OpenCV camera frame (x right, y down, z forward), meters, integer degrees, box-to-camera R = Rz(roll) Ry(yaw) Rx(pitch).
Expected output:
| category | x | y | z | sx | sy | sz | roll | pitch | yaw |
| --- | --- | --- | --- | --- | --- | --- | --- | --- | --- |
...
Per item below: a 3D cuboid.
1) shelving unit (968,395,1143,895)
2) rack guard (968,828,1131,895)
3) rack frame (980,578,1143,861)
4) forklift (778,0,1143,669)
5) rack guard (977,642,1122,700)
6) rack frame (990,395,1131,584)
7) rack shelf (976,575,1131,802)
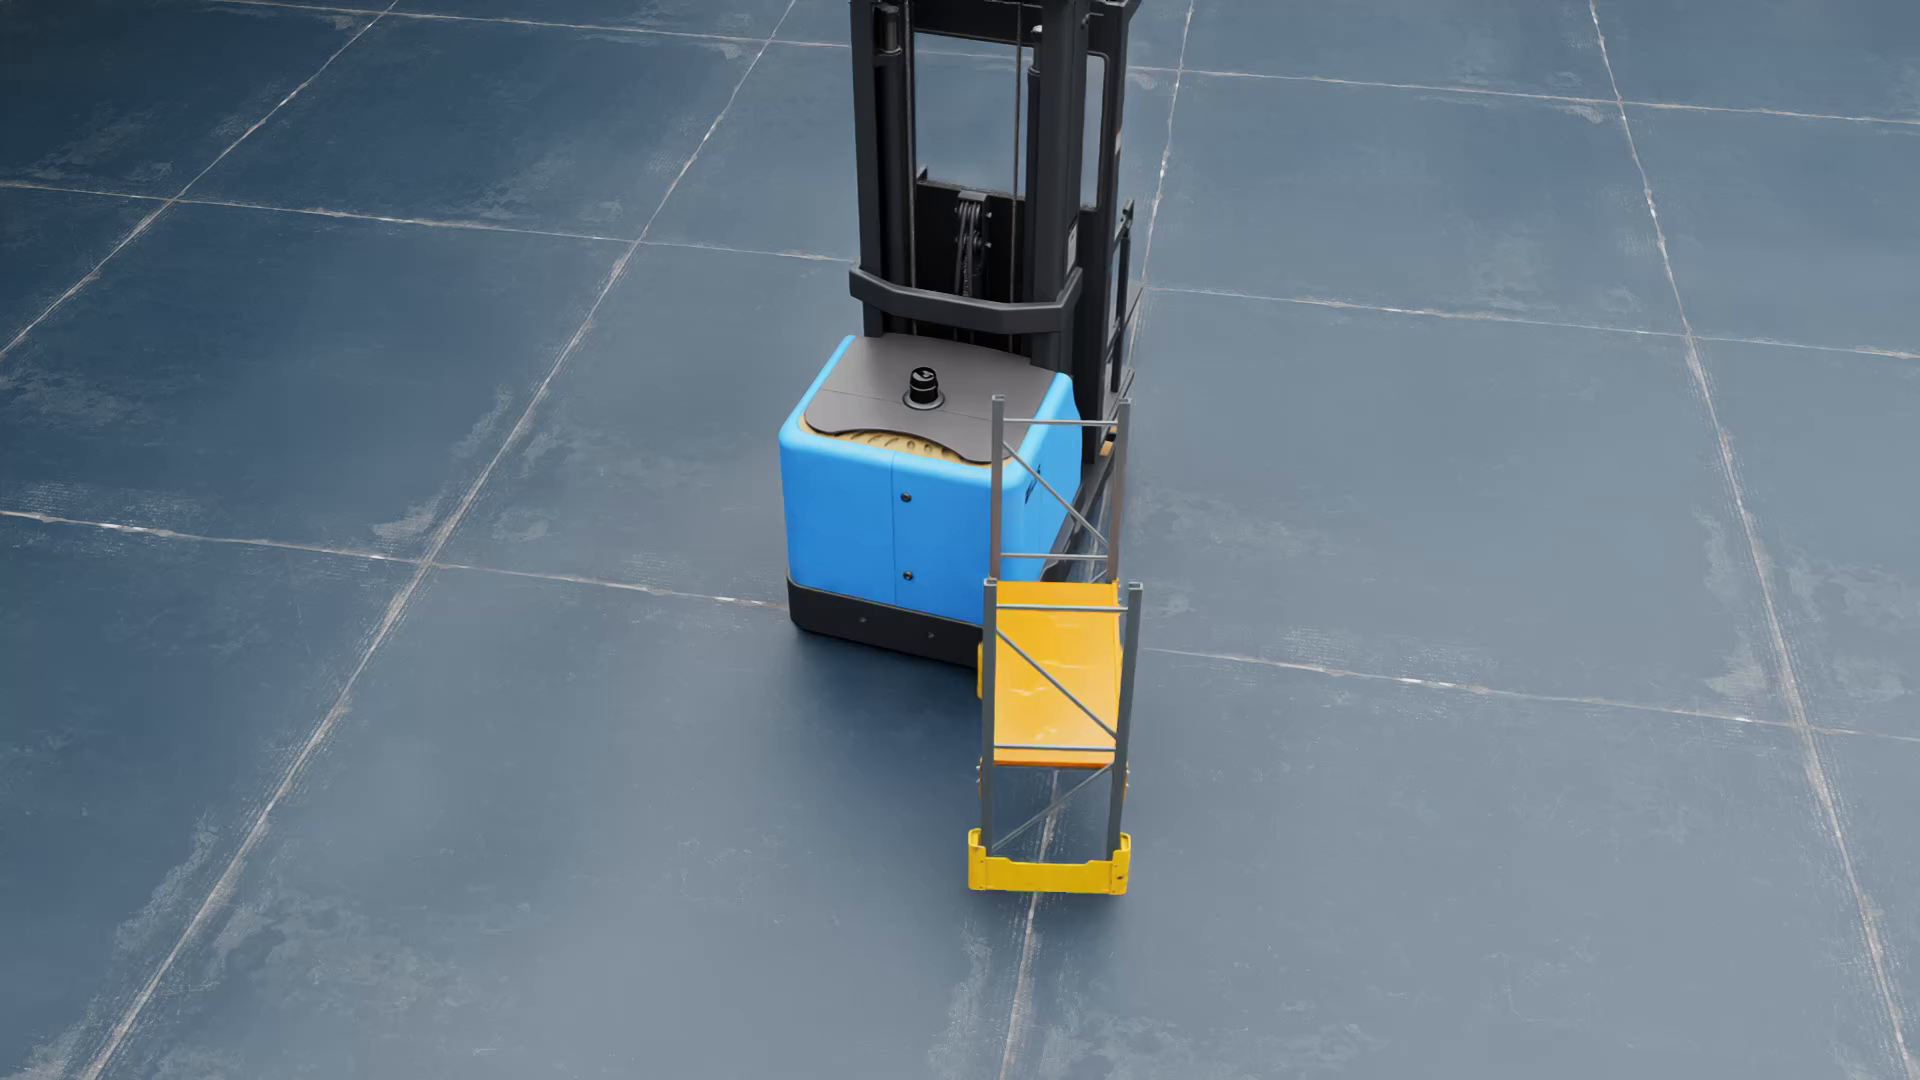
| category | x | y | z | sx | sy | sz | roll | pitch | yaw |
| --- | --- | --- | --- | --- | --- | --- | --- | --- | --- |
| shelving unit | 0.346 | 0.387 | 6.105 | 0.587 | 1.500 | 1.083 | 2 | 40 | 2 |
| rack guard | 0.325 | 1.185 | 6.120 | 0.587 | 0.250 | 0.087 | 2 | 40 | 2 |
| rack frame | 0.324 | 0.716 | 5.707 | 0.500 | 1.500 | 0.032 | 2 | 40 | 2 |
| forklift | 0.202 | -1.522 | 7.291 | 1.130 | 2.935 | 3.031 | 12 | 41 | 14 |
| rack guard | 0.367 | 0.551 | 6.887 | 0.587 | 0.250 | 0.087 | 2 | 40 | 2 |
| rack frame | 0.367 | 0.069 | 6.490 | 0.500 | 1.500 | 0.032 | 2 | 40 | 2 |
| rack shelf | 0.345 | 0.531 | 6.213 | 0.538 | 0.185 | 1.000 | 2 | 40 | 2 |
